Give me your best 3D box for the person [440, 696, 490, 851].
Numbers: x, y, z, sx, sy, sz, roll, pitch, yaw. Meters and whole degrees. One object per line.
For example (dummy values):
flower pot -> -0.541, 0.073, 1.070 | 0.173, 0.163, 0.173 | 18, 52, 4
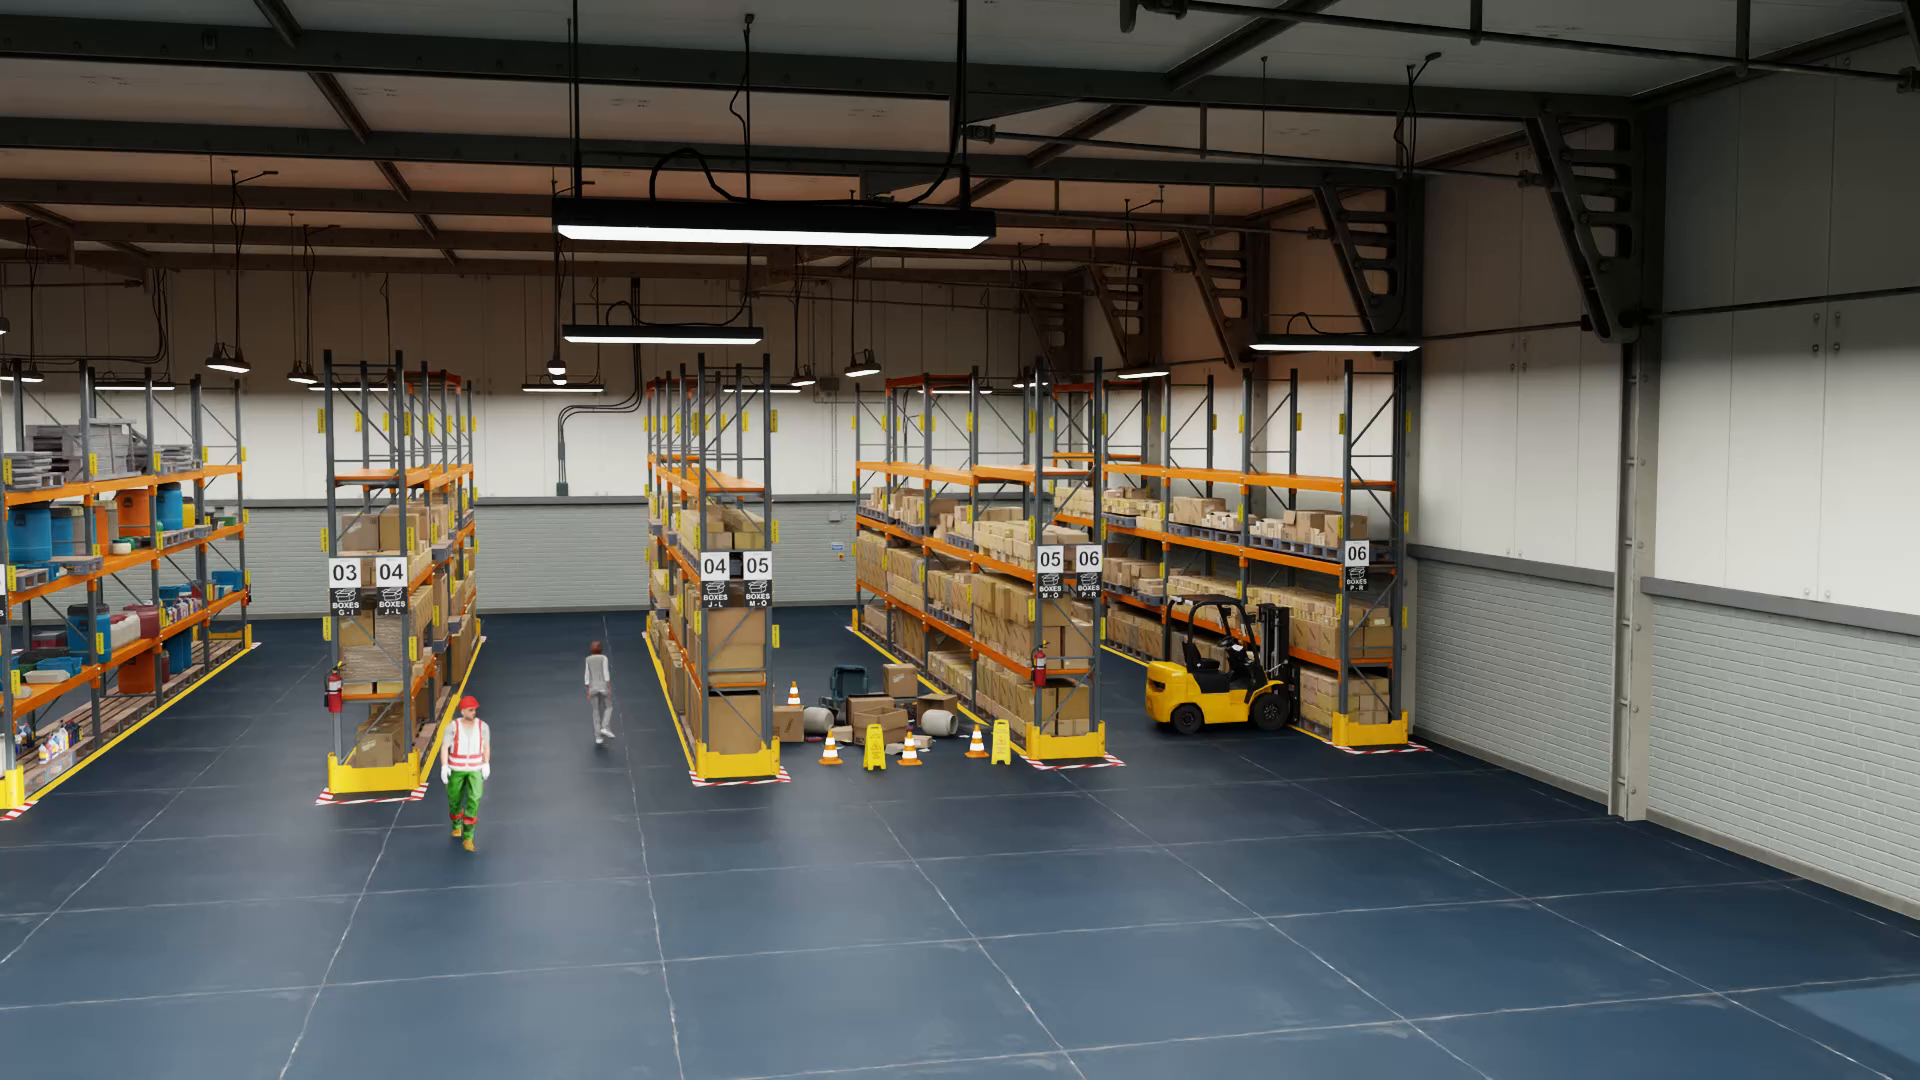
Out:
person -> -5.890, 2.757, 19.818 | 0.631, 1.786, 0.778 | -2, 5, -29

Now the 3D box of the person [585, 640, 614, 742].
person -> -5.684, 2.378, 26.182 | 0.456, 1.586, 0.439 | 0, 4, -5

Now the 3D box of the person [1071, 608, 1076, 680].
person -> 1.989, 2.046, 30.927 | 0.621, 1.624, 0.754 | -1, 4, -11
